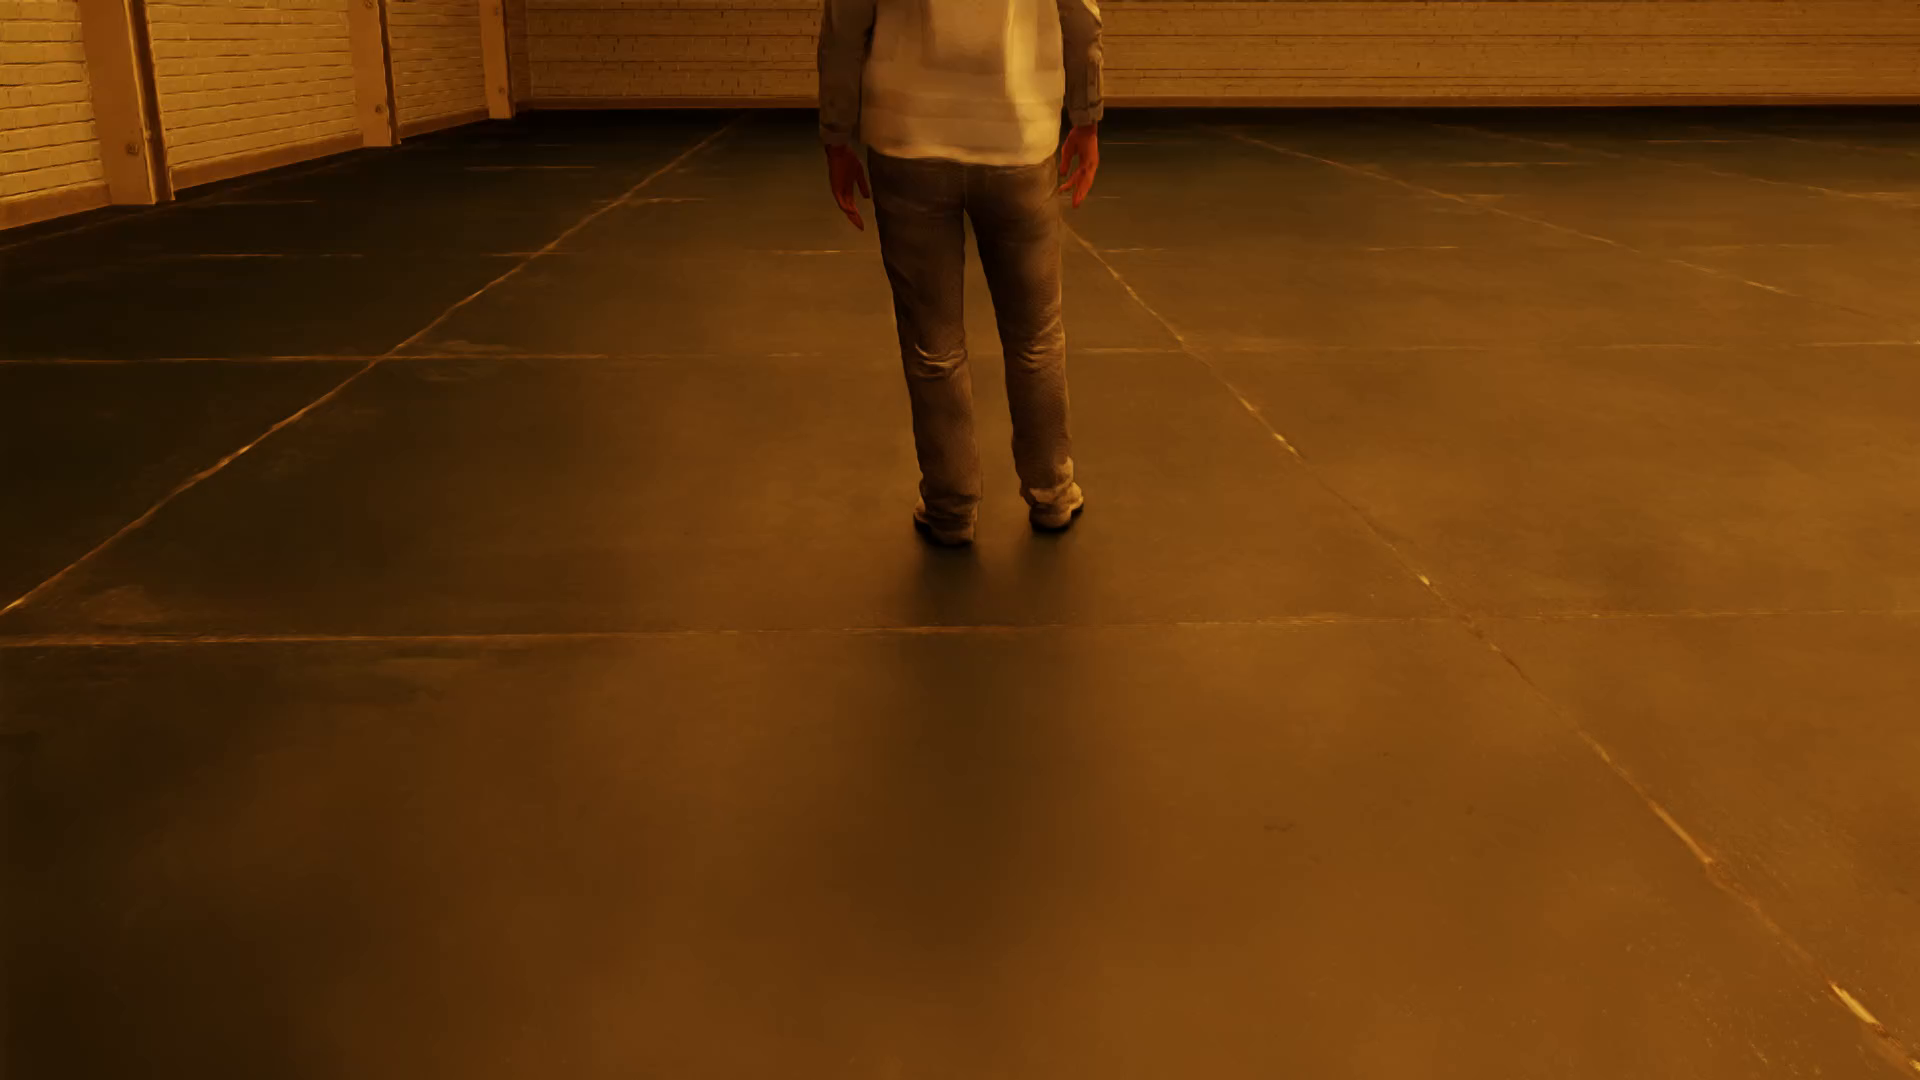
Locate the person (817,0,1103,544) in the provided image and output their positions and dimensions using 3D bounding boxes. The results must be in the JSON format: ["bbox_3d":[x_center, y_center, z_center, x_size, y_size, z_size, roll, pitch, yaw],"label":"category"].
[{"bbox_3d":[0.005,-0.874,3.716,0.632,1.773,0.567,-1,17,-3],"label":"person"}]
